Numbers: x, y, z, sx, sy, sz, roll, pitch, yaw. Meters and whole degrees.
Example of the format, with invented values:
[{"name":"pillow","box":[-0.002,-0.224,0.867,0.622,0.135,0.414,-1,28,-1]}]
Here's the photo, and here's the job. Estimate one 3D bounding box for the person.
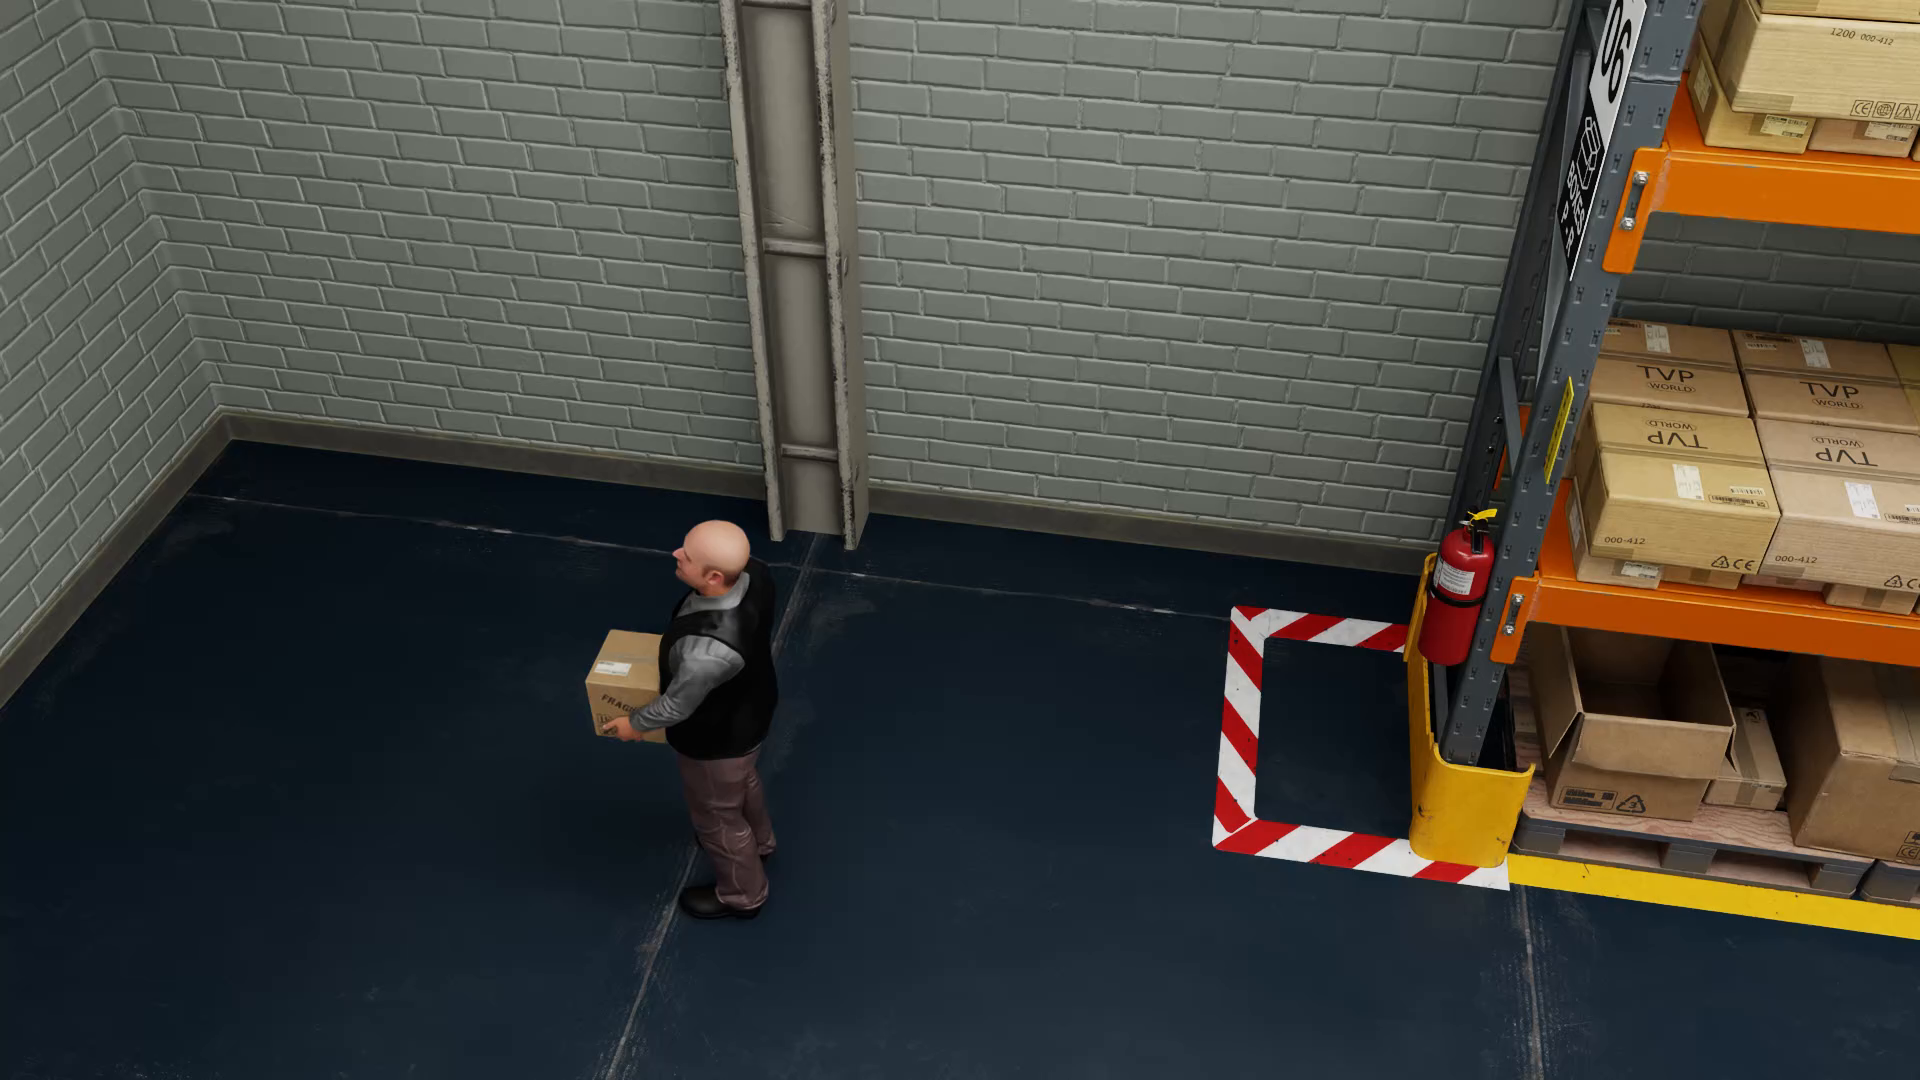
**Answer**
[{"name":"person","box":[-0.863,0.595,5.472,0.545,1.723,0.505,6,41,7]}]
